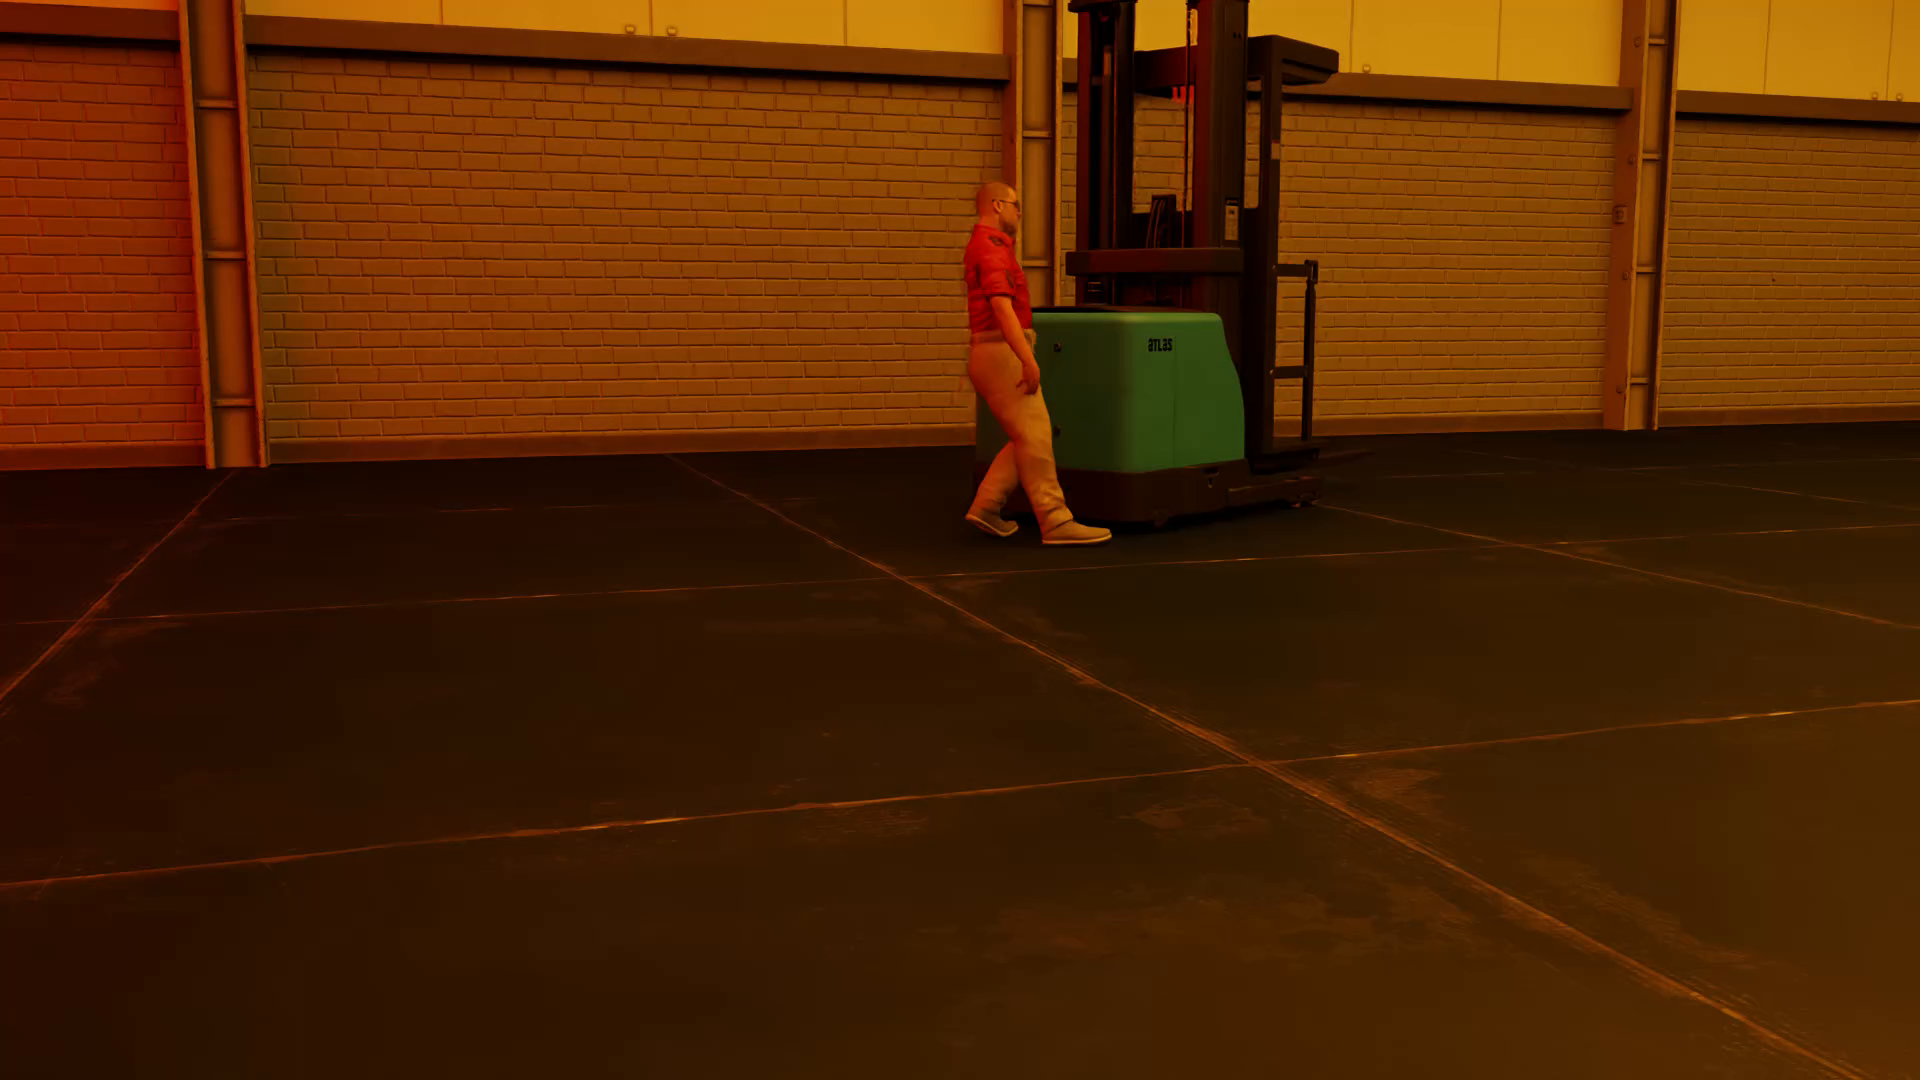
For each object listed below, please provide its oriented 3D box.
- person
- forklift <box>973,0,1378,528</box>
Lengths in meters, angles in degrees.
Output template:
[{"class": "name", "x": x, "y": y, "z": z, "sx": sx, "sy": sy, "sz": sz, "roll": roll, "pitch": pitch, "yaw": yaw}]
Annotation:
[{"class": "person", "x": 0.361, "y": -0.841, "z": 7.876, "sx": 0.674, "sy": 1.686, "sz": 0.695, "roll": 0, "pitch": 8, "yaw": -2}, {"class": "forklift", "x": 1.392, "y": -1.663, "z": 9.277, "sx": 1.130, "sy": 2.935, "sz": 3.031, "roll": 6, "pitch": 10, "yaw": 39}]
